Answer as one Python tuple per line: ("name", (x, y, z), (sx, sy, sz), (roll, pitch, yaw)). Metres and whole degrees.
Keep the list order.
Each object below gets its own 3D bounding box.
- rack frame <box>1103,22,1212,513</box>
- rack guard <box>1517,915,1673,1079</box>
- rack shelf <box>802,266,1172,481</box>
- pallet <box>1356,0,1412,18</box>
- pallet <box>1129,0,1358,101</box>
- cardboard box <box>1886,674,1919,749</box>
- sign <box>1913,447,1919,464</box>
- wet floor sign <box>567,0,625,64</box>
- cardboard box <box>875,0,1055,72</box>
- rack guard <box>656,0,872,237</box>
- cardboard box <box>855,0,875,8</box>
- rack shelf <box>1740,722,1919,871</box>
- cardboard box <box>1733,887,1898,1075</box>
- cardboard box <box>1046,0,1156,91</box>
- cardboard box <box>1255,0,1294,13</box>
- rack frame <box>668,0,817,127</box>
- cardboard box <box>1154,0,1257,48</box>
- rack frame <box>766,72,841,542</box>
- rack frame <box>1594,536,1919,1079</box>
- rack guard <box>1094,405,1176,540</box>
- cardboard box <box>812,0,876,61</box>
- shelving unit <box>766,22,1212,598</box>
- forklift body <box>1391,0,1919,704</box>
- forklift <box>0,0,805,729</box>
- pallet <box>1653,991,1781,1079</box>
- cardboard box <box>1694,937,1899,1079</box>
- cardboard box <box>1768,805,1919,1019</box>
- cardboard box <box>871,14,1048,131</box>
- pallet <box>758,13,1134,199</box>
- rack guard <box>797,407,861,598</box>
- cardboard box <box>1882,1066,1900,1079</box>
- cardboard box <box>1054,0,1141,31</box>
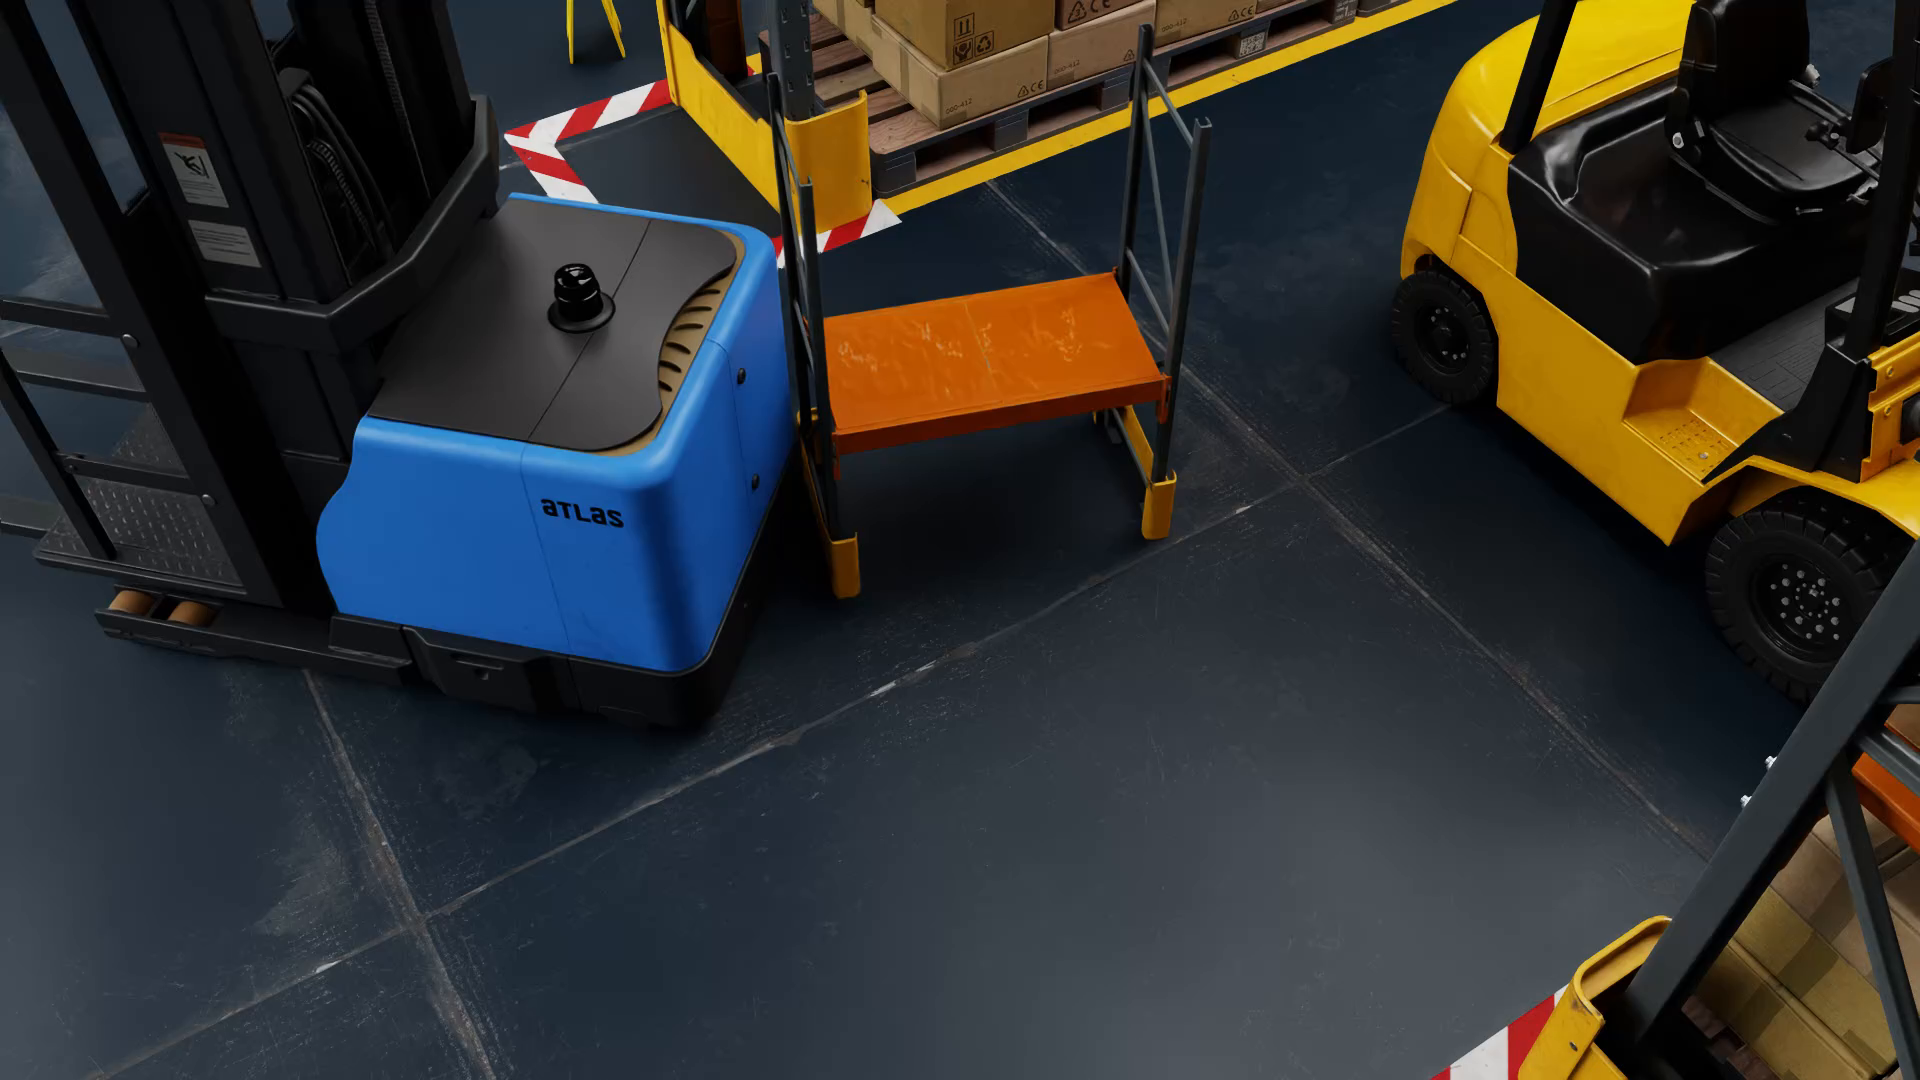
("rack frame", (0.558, -0.716, 4.883), (0.032, 1.500, 0.500), (-10, 49, -9))
("rack guard", (1.798, 1.446, 3.627), (0.348, 0.500, 1.175), (-25, 53, -21))
("rack shelf", (0.064, -0.505, 4.936), (1.000, 0.185, 0.538), (-10, 49, -9))
("pallet", (2.001, -2.905, 7.695), (1.213, 0.211, 1.003), (-25, 53, -21))
("pallet", (0.968, -2.415, 7.260), (1.213, 0.211, 1.003), (-25, 53, -21))
("cardboard box", (2.094, 0.210, 2.987), (0.500, 0.500, 0.500), (-26, 53, -22))
("sign", (1.541, -0.207, 2.491), (0.005, 0.325, 0.100), (-25, 53, -21))
("wet floor sign", (-1.565, -2.345, 6.906), (0.232, 0.644, 0.267), (-9, 49, -8))
("cardboard box", (0.016, -2.159, 6.222), (0.500, 0.500, 0.500), (-27, 54, -22))
("rack guard", (-0.769, -1.727, 6.453), (0.348, 0.500, 1.175), (-25, 53, -21))
("cardboard box", (-0.295, -2.487, 6.514), (0.500, 0.500, 0.500), (-25, 53, -21))
("rack shelf", (3.510, 0.048, 3.681), (4.000, 0.370, 1.077), (-25, 53, -21))
("cardboard box", (2.063, 0.823, 3.734), (0.500, 0.250, 0.500), (-26, 53, -21))
("cardboard box", (0.432, -2.099, 6.670), (0.500, 0.250, 0.500), (-23, 52, -20))
("cardboard box", (1.316, -2.524, 7.049), (0.500, 0.250, 0.500), (-24, 53, -20))
("rack frame", (-0.833, -2.528, 5.493), (0.127, 3.000, 1.000), (-25, 53, -21))
("cardboard box", (0.887, -2.324, 6.871), (0.500, 0.250, 0.500), (-22, 52, -18))
("rack frame", (-0.429, -0.534, 4.721), (0.032, 1.500, 0.500), (-10, 49, -9))
("rack frame", (1.818, 0.605, 2.702), (0.127, 3.000, 1.000), (-25, 53, -21))
("rack guard", (0.557, -0.300, 5.349), (0.087, 0.250, 0.587), (-10, 49, -9))
("cardboard box", (-0.273, -2.255, 6.810), (0.500, 0.250, 0.500), (-25, 53, -21))
("shelving unit", (0.073, -0.626, 4.804), (1.083, 1.500, 0.587), (-10, 49, -9))
("forklift body", (2.449, -1.020, 4.718), (1.214, 2.155, 2.313), (-25, 53, -21))
("forklift", (-2.067, -1.011, 4.188), (3.031, 2.935, 1.130), (9, 49, 8))
("pallet", (2.443, 1.202, 4.038), (1.213, 0.211, 1.003), (-25, 53, -21))
("cardboard box", (2.047, 0.994, 3.917), (0.500, 0.250, 0.500), (-25, 53, -21))
("cardboard box", (2.041, 0.667, 3.538), (0.500, 0.250, 0.500), (-24, 52, -20))
("cardboard box", (-0.004, -1.900, 6.494), (0.500, 0.250, 0.500), (-26, 53, -21))
("pallet", (-0.063, -1.932, 6.830), (1.213, 0.211, 1.003), (-25, 53, -21))
("rack guard", (-0.411, -0.122, 5.191), (0.087, 0.250, 0.587), (-10, 49, -9))
("cardboard box", (2.338, 1.308, 3.637), (0.500, 0.250, 0.500), (-25, 53, -21))
("cardboard box", (0.456, -2.370, 6.410), (0.500, 0.500, 0.500), (-27, 54, -22))
